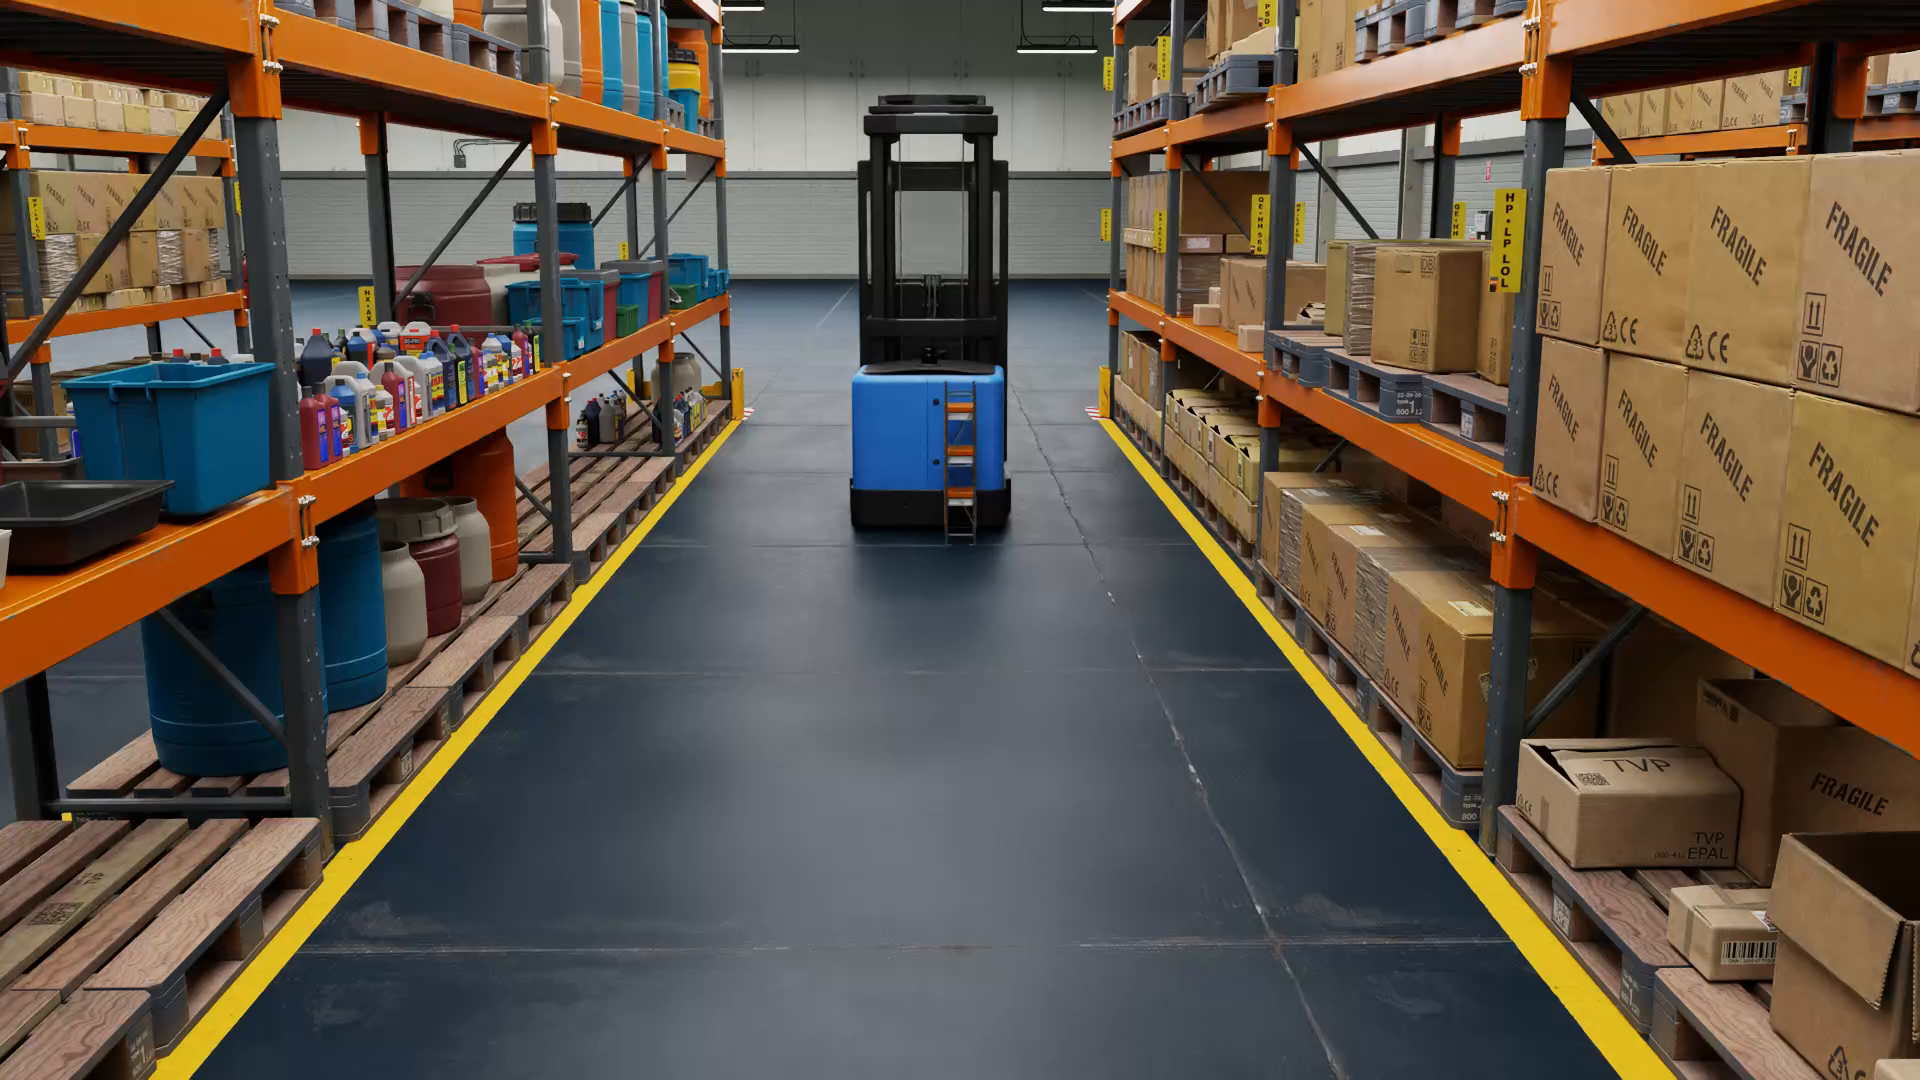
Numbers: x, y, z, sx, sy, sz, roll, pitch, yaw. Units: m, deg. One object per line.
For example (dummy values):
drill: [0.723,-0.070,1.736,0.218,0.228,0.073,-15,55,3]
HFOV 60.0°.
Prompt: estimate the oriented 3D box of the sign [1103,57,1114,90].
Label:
sign: [1.502,-4.713,16.805,0.100,0.325,0.005,0,11,-1]

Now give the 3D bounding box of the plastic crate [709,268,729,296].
plastic crate: [-2.585,-2.586,16.637,0.499,0.251,0.616,0,11,-1]

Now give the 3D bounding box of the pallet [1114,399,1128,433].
pallet: [2.115,-1.259,16.732,1.003,0.211,1.213,0,11,-1]

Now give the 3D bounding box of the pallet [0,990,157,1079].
pallet: [-2.565,1.384,3.708,1.003,0.211,1.213,0,11,-1]

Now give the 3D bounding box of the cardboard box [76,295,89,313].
cardboard box: [-7.493,-1.962,13.819,0.380,0.149,0.250,0,11,-1]

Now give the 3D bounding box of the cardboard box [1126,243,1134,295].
cardboard box: [2.054,-2.733,16.736,0.700,0.500,0.500,0,11,-1]

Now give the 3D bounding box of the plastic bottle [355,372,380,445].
plastic bottle: [-2.258,-0.499,6.296,0.097,0.271,0.097,0,11,0]

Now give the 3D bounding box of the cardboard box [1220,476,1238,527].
cardboard box: [1.954,-0.251,10.612,0.500,0.250,0.500,0,11,-2]

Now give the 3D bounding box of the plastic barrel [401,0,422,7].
plastic barrel: [-2.542,-2.558,7.181,0.433,0.535,0.433,0,11,0]

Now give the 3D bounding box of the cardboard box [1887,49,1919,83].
cardboard box: [7.037,-3.404,11.917,0.500,0.311,0.500,0,11,1]

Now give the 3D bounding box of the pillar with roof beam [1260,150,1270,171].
pillar with roof beam: [3.089,-10.356,39.471,9.100,9.000,0.548,0,11,-1]

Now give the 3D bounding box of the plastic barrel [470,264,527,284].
plastic barrel: [-2.973,-1.509,10.674,0.421,0.512,0.421,0,11,0]

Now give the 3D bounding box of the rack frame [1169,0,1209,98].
rack frame: [2.140,-4.922,12.688,1.000,3.000,0.127,0,11,-1]

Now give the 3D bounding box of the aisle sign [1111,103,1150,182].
aisle sign: [1.750,-4.063,17.003,0.394,0.787,0.004,0,11,-1]

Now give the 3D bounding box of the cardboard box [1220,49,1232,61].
cardboard box: [2.157,-3.353,11.817,0.500,0.250,0.500,-1,12,-7]

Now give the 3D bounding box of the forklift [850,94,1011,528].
forklift: [-0.188,-1.766,12.390,1.130,2.935,3.031,0,11,1]

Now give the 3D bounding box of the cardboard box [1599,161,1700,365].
cardboard box: [2.045,-0.733,4.364,0.500,0.500,0.500,-1,11,-3]

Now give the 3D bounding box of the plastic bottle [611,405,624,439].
plastic bottle: [-2.970,-1.014,14.256,0.152,0.276,0.135,0,11,-1]

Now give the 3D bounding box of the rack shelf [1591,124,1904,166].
rack shelf: [7.051,-3.518,15.121,1.077,0.370,4.000,0,11,-1]

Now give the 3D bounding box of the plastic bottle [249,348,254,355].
plastic bottle: [-3.054,-0.684,7.177,0.061,0.283,0.133,0,11,-1]

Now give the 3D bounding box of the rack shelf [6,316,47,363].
rack shelf: [-7.723,-1.192,11.199,1.077,0.370,4.000,0,11,-1]

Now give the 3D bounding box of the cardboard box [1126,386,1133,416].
cardboard box: [1.870,-1.329,15.926,0.500,0.250,0.500,0,11,-1]

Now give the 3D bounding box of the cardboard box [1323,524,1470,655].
cardboard box: [1.984,0.222,7.602,0.500,0.500,0.500,-1,11,-3]

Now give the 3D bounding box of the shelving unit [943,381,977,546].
shelving unit: [0.001,-0.504,10.902,0.215,1.050,0.252,0,11,-1]

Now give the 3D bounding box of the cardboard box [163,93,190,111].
cardboard box: [-7.497,-4.119,15.649,0.380,0.149,0.250,0,11,-1]

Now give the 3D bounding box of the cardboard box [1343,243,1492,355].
cardboard box: [2.176,-1.134,7.799,0.700,0.500,0.500,2,12,10]

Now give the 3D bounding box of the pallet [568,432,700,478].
pallet: [-2.784,-0.729,14.124,1.003,0.211,1.213,0,11,-1]

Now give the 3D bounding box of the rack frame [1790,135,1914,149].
rack frame: [7.093,-2.003,13.388,1.000,3.000,0.127,0,11,-1]

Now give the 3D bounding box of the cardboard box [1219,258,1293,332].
cardboard box: [2.151,-1.774,12.005,0.500,0.500,0.500,1,11,3]

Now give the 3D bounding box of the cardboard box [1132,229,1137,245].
cardboard box: [1.865,-2.913,15.990,0.380,0.149,0.250,0,11,-2]

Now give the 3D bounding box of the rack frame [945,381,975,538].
rack frame: [-0.001,-0.528,11.022,0.200,1.050,0.008,0,11,-1]

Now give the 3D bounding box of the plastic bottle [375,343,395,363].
plastic bottle: [-2.910,-0.895,8.425,0.097,0.201,0.097,0,11,0]

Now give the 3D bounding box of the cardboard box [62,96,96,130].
cardboard box: [-7.533,-3.534,13.769,0.500,0.250,0.500,0,11,-2]

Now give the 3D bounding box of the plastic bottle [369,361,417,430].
plastic bottle: [-2.295,-0.589,6.730,0.152,0.276,0.135,0,11,-1]

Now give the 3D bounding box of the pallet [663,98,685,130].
pallet: [-2.925,-3.483,13.613,1.213,0.211,1.003,0,11,-1]

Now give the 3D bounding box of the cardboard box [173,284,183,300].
cardboard box: [-7.620,-2.359,15.777,0.380,0.149,0.250,0,11,-1]

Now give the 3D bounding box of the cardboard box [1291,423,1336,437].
cardboard box: [2.478,-0.631,11.074,0.500,0.311,0.500,-1,11,-3]

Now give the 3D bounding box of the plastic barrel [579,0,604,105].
plastic barrel: [-2.543,-3.142,10.377,0.600,0.830,0.708,0,11,-1]

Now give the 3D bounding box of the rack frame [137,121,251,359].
rack frame: [-7.847,-2.737,17.007,1.000,3.000,0.127,0,11,-1]

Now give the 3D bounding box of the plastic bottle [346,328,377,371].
plastic bottle: [-3.034,-0.927,8.397,0.152,0.276,0.135,0,11,-1]

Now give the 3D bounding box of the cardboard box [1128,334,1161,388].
cardboard box: [1.882,-1.697,15.851,0.500,0.500,0.500,0,11,-1]

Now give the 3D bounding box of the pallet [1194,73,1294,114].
pallet: [2.093,-2.921,10.844,1.003,0.211,1.213,0,11,1]

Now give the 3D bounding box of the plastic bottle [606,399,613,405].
plastic bottle: [-3.124,-1.105,14.704,0.152,0.276,0.135,0,11,0]

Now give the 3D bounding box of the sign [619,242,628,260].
sign: [-3.445,-2.892,17.073,0.100,0.325,0.005,0,11,-1]

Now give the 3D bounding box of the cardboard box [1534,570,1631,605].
cardboard box: [2.517,0.415,6.652,0.500,0.500,0.500,0,11,0]

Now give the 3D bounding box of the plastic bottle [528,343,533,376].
plastic bottle: [-2.311,-0.968,8.787,0.097,0.201,0.097,0,11,0]

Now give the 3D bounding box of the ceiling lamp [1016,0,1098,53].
ceiling lamp: [2.390,-13.638,40.971,2.000,3.185,0.800,0,11,-1]

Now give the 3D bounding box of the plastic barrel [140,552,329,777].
plastic barrel: [-2.641,0.342,6.049,0.600,0.901,0.708,0,11,-1]

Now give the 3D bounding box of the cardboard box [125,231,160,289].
cardboard box: [-7.767,-2.525,14.959,0.875,0.500,0.500,0,11,-1]

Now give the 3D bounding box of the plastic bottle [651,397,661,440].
plastic bottle: [-2.558,-1.041,14.204,0.144,0.351,0.185,0,11,-1]

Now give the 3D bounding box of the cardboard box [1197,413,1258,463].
cardboard box: [1.933,-0.726,11.544,0.500,0.311,0.500,0,11,0]

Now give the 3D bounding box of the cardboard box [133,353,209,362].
cardboard box: [-7.851,-1.594,16.601,0.500,0.500,0.500,2,12,9]

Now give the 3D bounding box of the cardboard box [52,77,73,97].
cardboard box: [-7.521,-3.707,13.616,0.380,0.149,0.250,0,11,-1]

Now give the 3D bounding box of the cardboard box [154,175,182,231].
cardboard box: [-7.565,-3.115,15.354,0.500,0.500,0.500,0,11,-1]

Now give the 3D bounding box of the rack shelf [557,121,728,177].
rack shelf: [-2.854,-3.477,14.921,1.077,0.370,4.000,0,11,-1]

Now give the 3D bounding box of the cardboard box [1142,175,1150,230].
cardboard box: [2.083,-3.154,15.546,0.700,0.500,0.500,0,11,-1]

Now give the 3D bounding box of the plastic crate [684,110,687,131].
plastic crate: [-2.573,-3.643,14.462,0.336,0.188,0.450,0,11,-1]

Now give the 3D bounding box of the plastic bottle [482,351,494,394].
plastic bottle: [-2.294,-0.806,7.989,0.097,0.201,0.097,0,11,0]

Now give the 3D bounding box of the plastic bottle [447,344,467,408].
plastic bottle: [-2.265,-0.741,7.461,0.061,0.283,0.133,0,11,-1]
